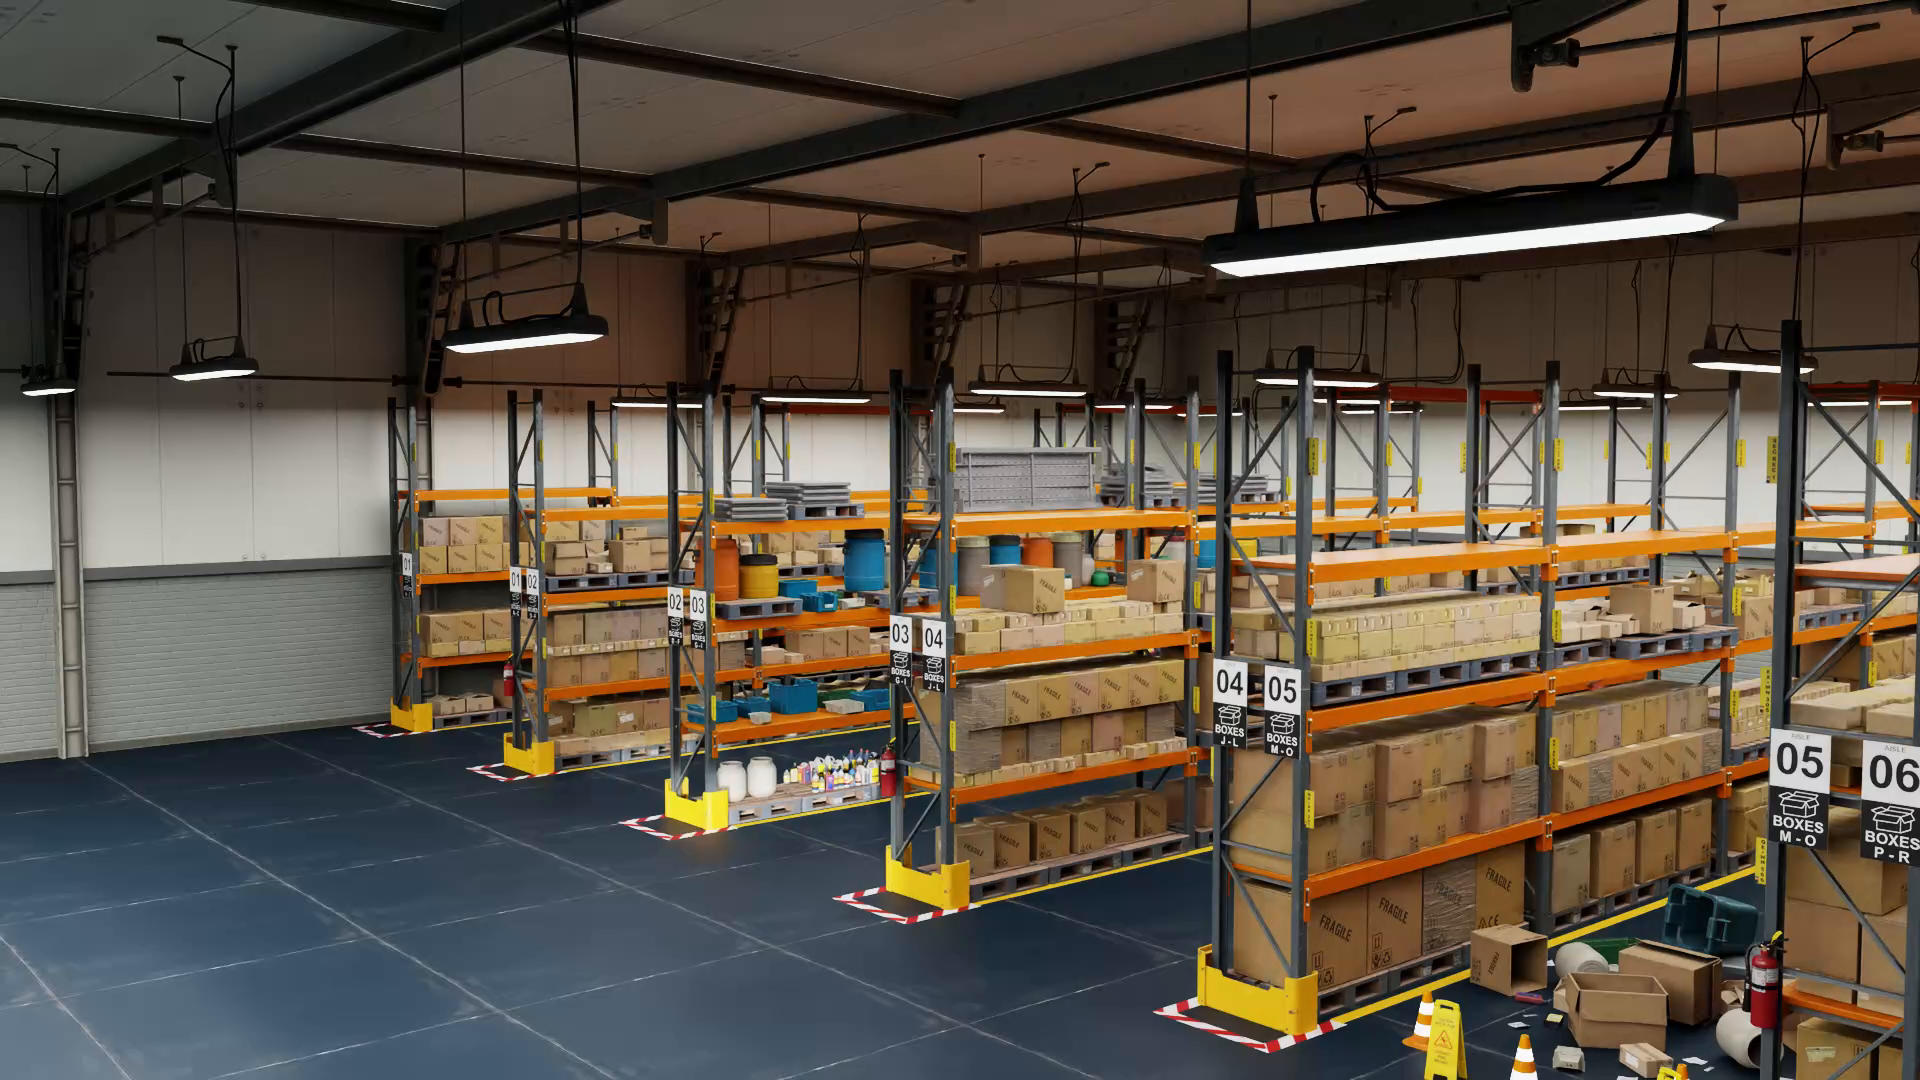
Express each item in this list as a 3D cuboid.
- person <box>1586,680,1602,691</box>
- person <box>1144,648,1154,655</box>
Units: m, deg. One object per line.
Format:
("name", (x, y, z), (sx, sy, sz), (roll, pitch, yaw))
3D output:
("person", (9.701, 2.854, 25.403), (0.985, 1.716, 0.492), (-3, 4, -40))
("person", (3.272, 2.519, 30.368), (0.593, 1.764, 0.537), (-3, 4, -42))
